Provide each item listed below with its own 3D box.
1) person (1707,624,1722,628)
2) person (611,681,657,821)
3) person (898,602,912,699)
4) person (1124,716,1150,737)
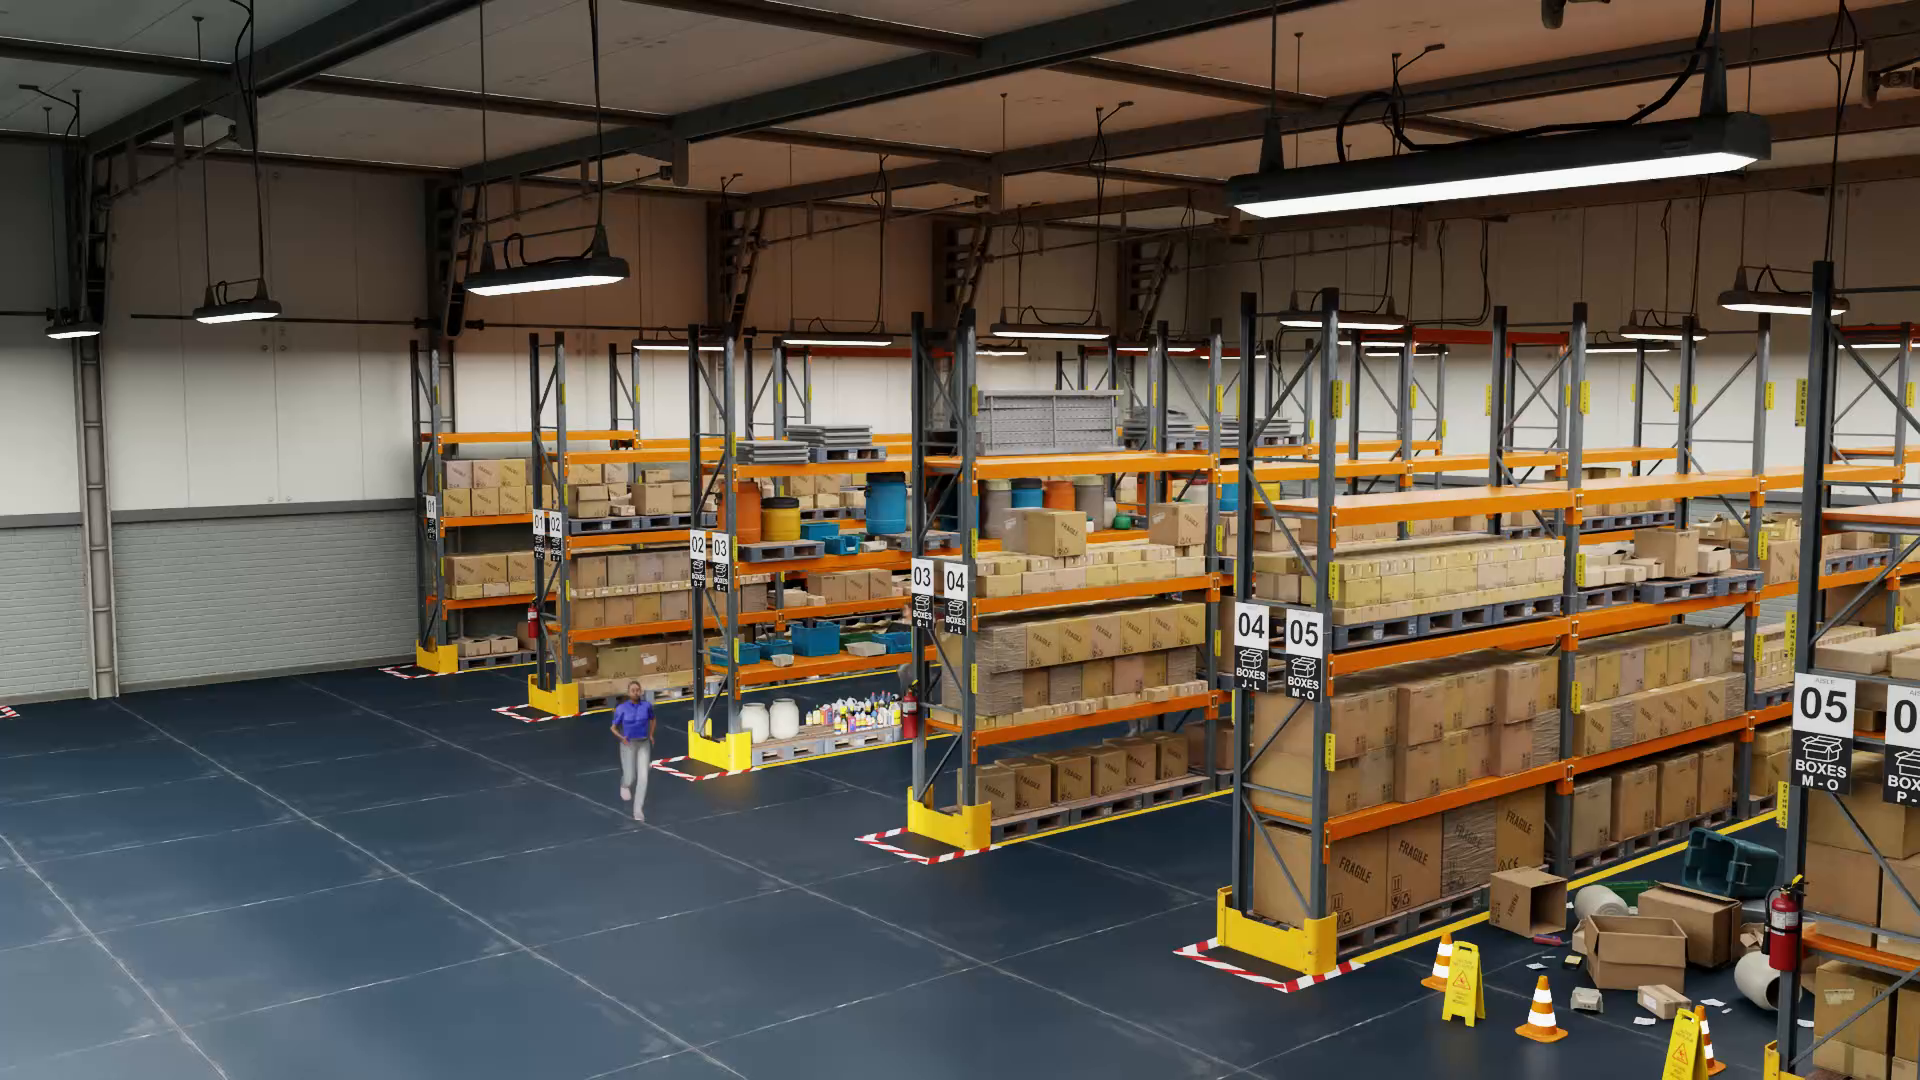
[{"bbox_3d":[11.047,2.079,24.255,0.773,1.744,0.605,-4,7,-38],"label":"person"},{"bbox_3d":[-3.906,2.505,20.018,0.574,1.635,0.805,-2,6,-22],"label":"person"},{"bbox_3d":[-0.799,1.862,26.855,0.759,1.707,0.546,-4,7,-37],"label":"person"},{"bbox_3d":[2.512,2.050,24.284,0.770,1.721,0.526,4,7,38],"label":"person"}]
